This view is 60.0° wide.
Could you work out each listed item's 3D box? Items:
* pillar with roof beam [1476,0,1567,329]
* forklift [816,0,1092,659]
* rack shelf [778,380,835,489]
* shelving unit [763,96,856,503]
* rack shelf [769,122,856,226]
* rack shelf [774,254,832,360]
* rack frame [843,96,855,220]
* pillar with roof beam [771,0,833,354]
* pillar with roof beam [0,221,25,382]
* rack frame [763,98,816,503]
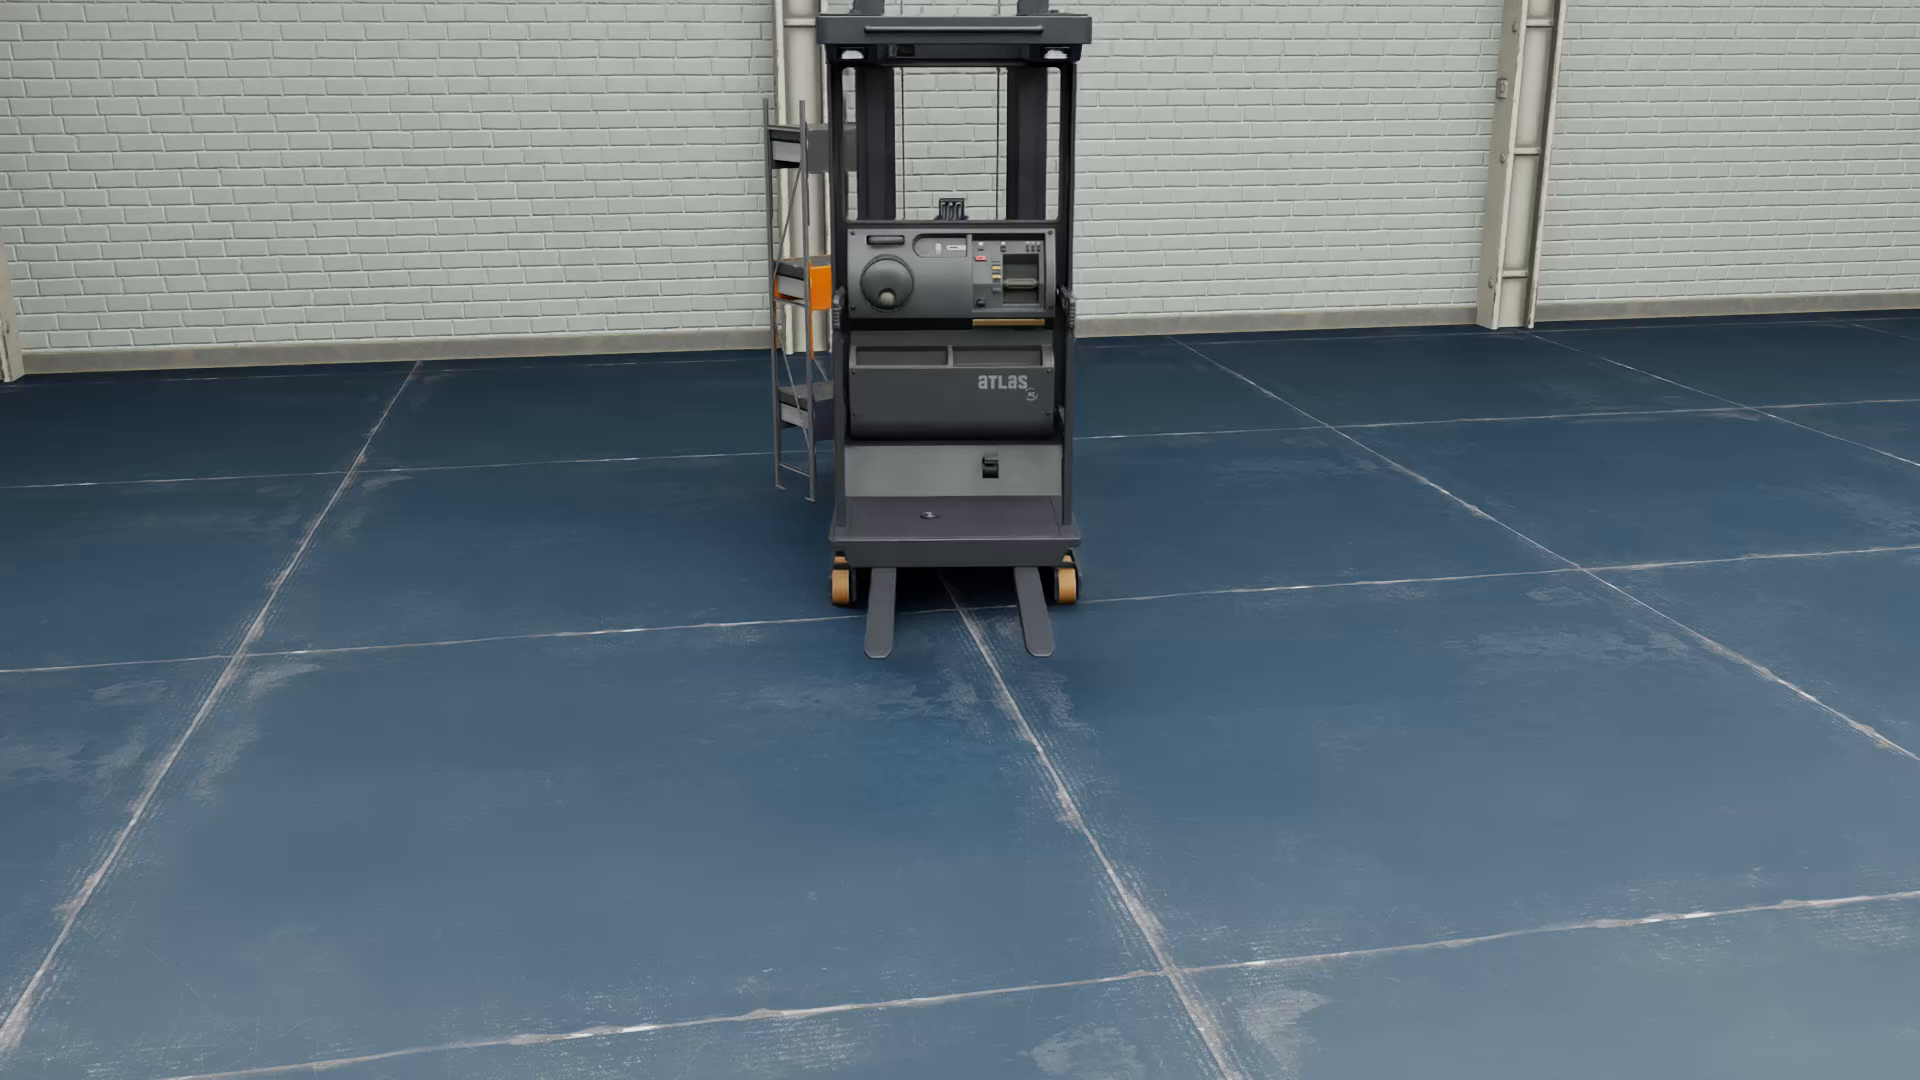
[{"bbox_3d":[5.505,-4.910,8.970,0.400,9.000,9.100,-3,17,-10],"label":"pillar with roof beam"},{"bbox_3d":[-0.031,-1.201,7.231,1.130,2.935,3.031,0,17,-1],"label":"forklift"},{"bbox_3d":[-0.707,-0.612,9.160,0.480,0.518,0.431,-12,21,-35],"label":"rack shelf"},{"bbox_3d":[-0.707,-1.295,8.950,0.503,2.100,0.431,-12,21,-35],"label":"shelving unit"},{"bbox_3d":[-0.707,-1.951,8.749,0.480,0.518,0.431,-12,21,-35],"label":"rack shelf"},{"bbox_3d":[-0.707,-1.282,8.954,0.480,0.518,0.431,-12,21,-35],"label":"rack shelf"},{"bbox_3d":[-0.511,-1.337,9.089,0.015,2.100,0.400,-12,21,-35],"label":"rack frame"},{"bbox_3d":[-0.386,-4.576,7.882,0.400,9.000,9.100,-3,17,-10],"label":"pillar with roof beam"},{"bbox_3d":[-6.277,-4.241,6.794,0.400,9.000,9.100,-3,17,-10],"label":"pillar with roof beam"},{"bbox_3d":[-0.903,-1.252,8.812,0.015,2.100,0.400,-12,21,-35],"label":"rack frame"}]
